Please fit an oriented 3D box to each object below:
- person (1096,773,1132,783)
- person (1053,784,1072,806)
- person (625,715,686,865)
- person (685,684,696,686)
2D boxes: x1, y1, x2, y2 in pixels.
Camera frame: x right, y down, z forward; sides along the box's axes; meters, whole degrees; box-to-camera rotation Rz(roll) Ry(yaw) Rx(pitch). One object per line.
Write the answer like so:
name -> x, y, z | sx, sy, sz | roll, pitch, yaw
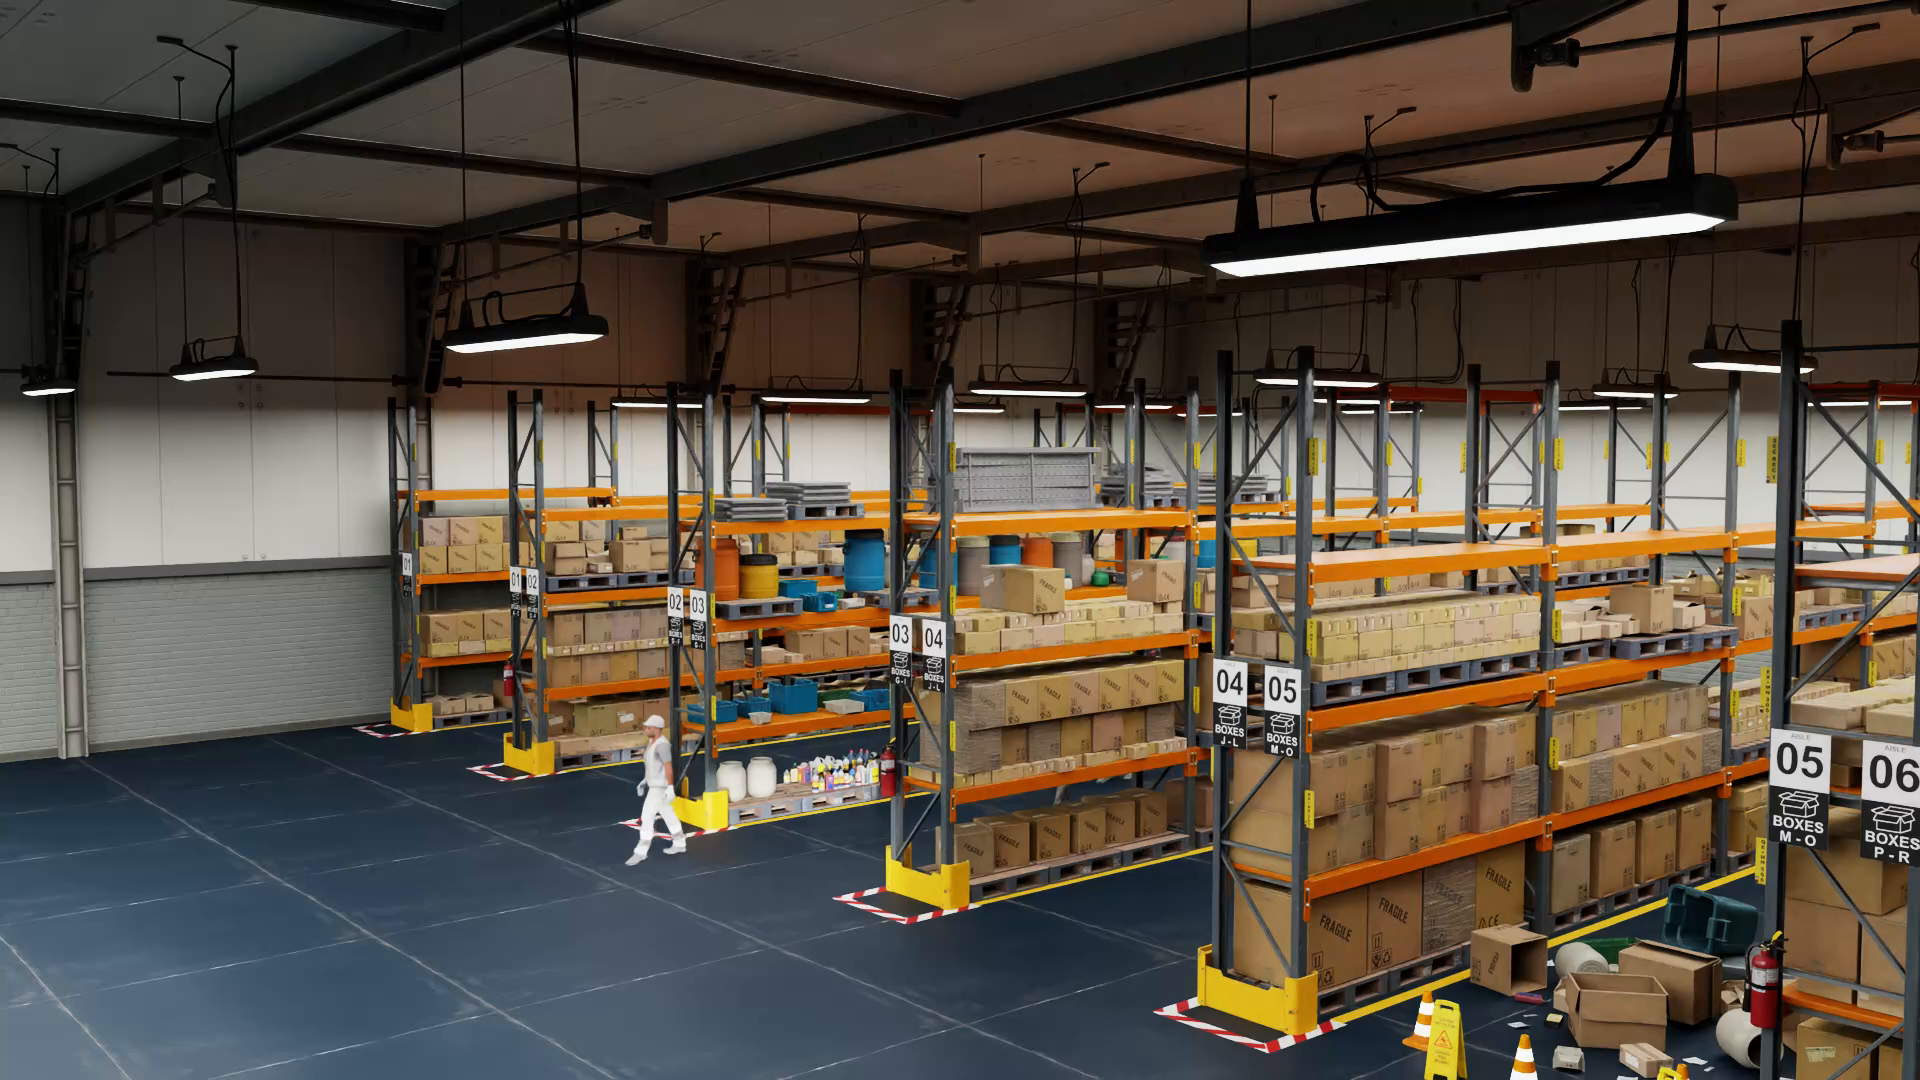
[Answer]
person -> 2.416, 2.860, 25.419 | 0.668, 1.679, 0.527 | -3, 5, -43
person -> 1.537, 2.941, 23.407 | 0.562, 1.809, 0.602 | 3, 4, 42
person -> -3.793, 3.079, 20.652 | 0.805, 1.804, 0.577 | -1, 4, -19
person -> -5.155, 2.423, 31.465 | 0.495, 1.773, 0.567 | -2, 4, -27
